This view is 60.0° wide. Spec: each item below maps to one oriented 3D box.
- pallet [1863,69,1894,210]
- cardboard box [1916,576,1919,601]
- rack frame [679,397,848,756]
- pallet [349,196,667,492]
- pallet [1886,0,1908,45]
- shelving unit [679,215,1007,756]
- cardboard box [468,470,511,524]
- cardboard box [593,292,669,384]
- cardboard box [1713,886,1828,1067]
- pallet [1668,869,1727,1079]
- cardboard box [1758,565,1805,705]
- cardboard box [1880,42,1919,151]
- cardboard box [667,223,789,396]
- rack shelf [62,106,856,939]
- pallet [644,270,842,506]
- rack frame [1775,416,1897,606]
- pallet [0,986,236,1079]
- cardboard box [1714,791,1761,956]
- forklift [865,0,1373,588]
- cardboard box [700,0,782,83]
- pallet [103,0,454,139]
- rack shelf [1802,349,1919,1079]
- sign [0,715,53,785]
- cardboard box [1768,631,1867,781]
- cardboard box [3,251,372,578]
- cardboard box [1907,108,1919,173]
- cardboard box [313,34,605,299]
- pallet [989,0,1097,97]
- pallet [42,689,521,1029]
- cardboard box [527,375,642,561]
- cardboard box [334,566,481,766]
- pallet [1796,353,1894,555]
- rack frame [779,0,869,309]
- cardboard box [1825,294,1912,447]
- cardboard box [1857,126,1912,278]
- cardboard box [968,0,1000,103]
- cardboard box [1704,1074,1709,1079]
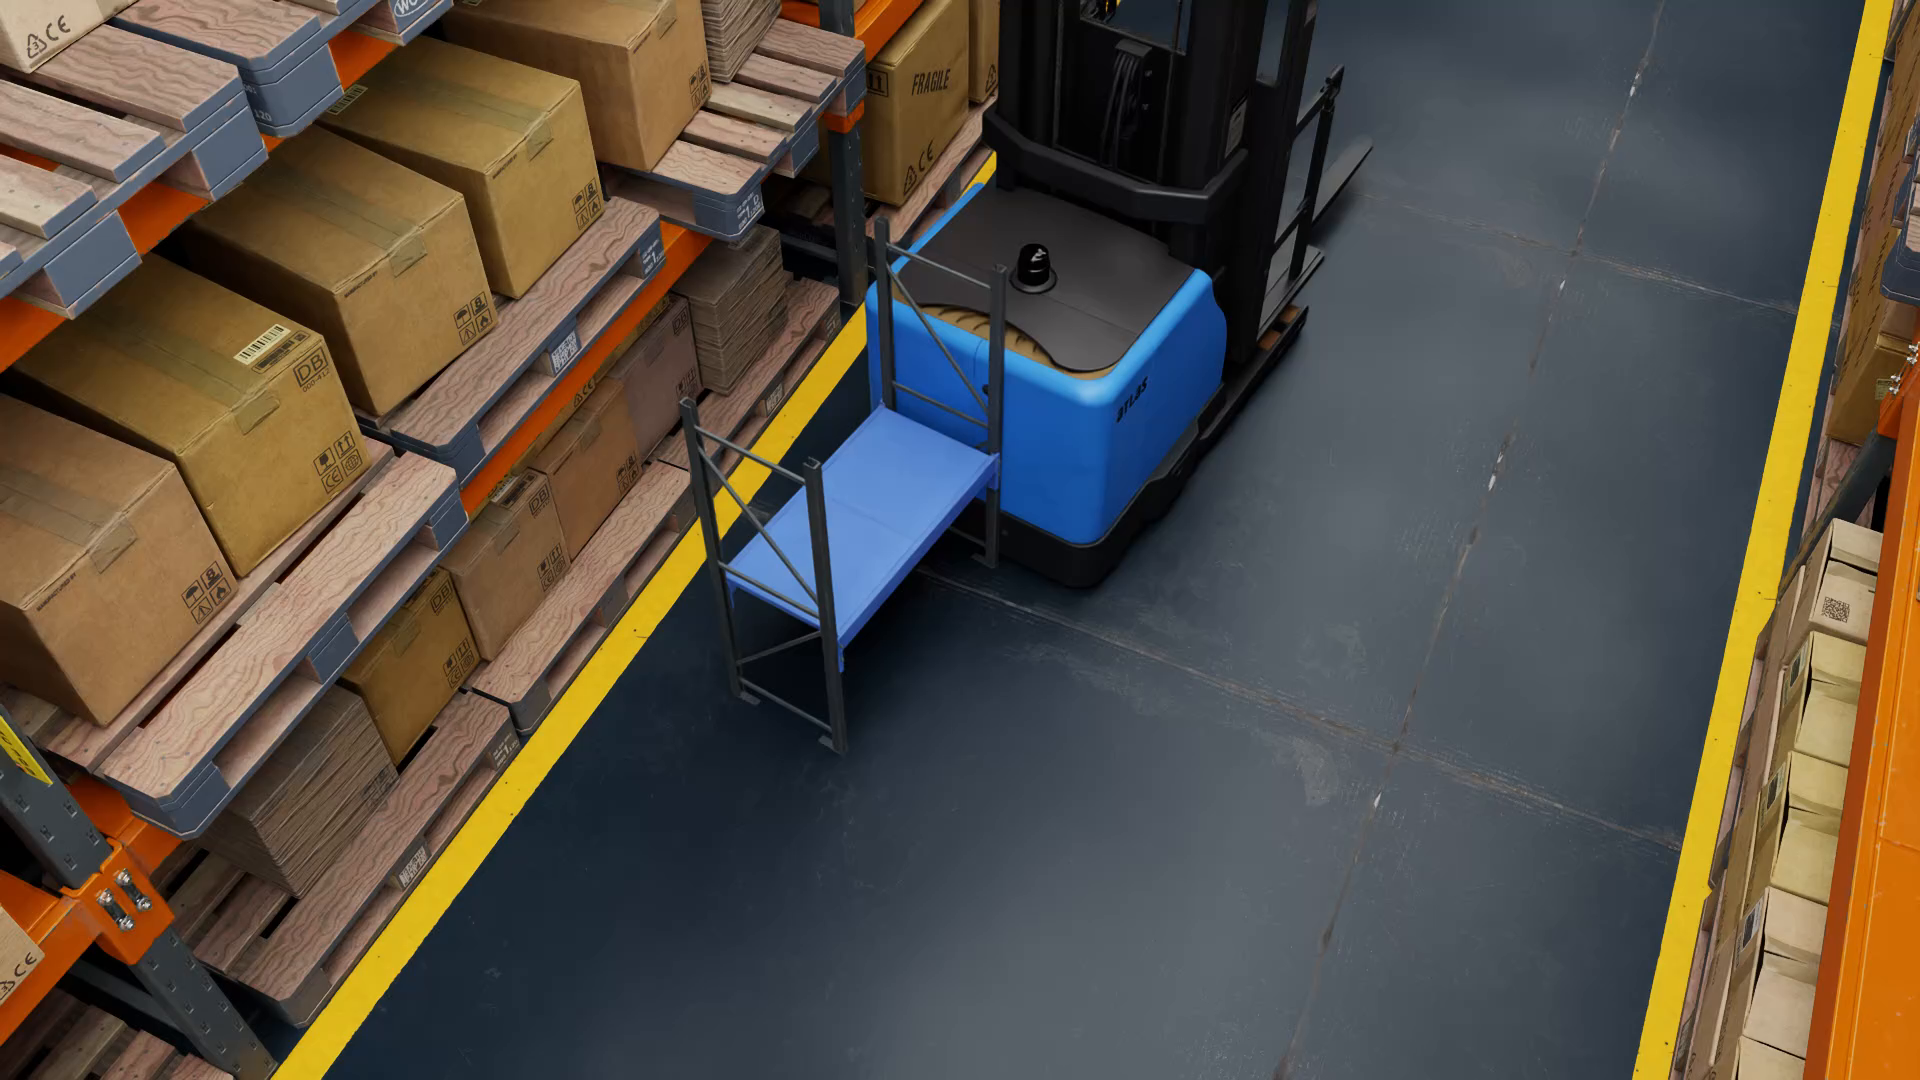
[{"bbox_3d":[4.990,-1.881,8.027,1.003,0.211,1.213,20,52,16],"label":"pallet"},{"bbox_3d":[3.037,-0.021,4.672,0.500,0.311,0.500,19,52,16],"label":"cardboard box"},{"bbox_3d":[-0.618,0.170,5.436,0.500,1.500,0.032,26,54,21],"label":"rack frame"},{"bbox_3d":[-1.695,-0.773,5.380,1.003,0.211,1.213,20,52,16],"label":"pallet"},{"bbox_3d":[5.597,-2.926,8.917,1.003,0.211,1.213,20,52,16],"label":"pallet"},{"bbox_3d":[-0.343,-0.156,5.713,0.538,1.500,1.048,26,54,21],"label":"shelving unit"},{"bbox_3d":[-1.892,-0.209,5.634,0.500,0.250,0.500,18,52,15],"label":"cardboard box"},{"bbox_3d":[-1.447,-0.903,6.224,0.500,0.250,0.500,21,53,17],"label":"cardboard box"},{"bbox_3d":[2.449,1.305,4.647,0.500,0.311,0.500,19,52,16],"label":"cardboard box"},{"bbox_3d":[2.685,1.692,4.987,1.003,0.211,1.213,20,52,16],"label":"pallet"},{"bbox_3d":[3.105,0.417,5.770,0.500,0.250,0.500,20,52,16],"label":"cardboard box"},{"bbox_3d":[4.658,-2.065,7.705,0.500,0.500,0.500,20,53,17],"label":"cardboard box"},{"bbox_3d":[-1.147,-1.032,6.826,0.700,0.500,0.500,20,53,17],"label":"cardboard box"},{"bbox_3d":[-1.741,-0.602,5.580,1.077,0.370,4.000,20,52,16],"label":"rack shelf"},{"bbox_3d":[-1.222,-0.771,7.082,1.003,0.211,1.213,20,52,16],"label":"pallet"},{"bbox_3d":[3.594,-0.603,5.109,1.000,3.000,0.127,20,52,16],"label":"rack frame"},{"bbox_3d":[-2.850,1.920,4.793,1.003,0.211,1.213,20,52,16],"label":"pallet"},{"bbox_3d":[2.674,1.124,5.169,0.500,0.250,0.500,19,52,15],"label":"cardboard box"},{"bbox_3d":[0.863,-1.876,6.237,1.130,2.935,3.031,26,54,21],"label":"forklift"},{"bbox_3d":[-1.078,-2.060,5.994,0.700,0.500,0.500,14,51,12],"label":"cardboard box"},{"bbox_3d":[-1.795,-1.475,4.004,1.213,0.211,1.003,20,52,16],"label":"pallet"},{"bbox_3d":[2.740,1.007,4.211,1.077,0.370,4.000,20,52,16],"label":"rack shelf"},{"bbox_3d":[-2.101,0.433,3.659,0.100,0.325,0.005,20,52,16],"label":"sign"},{"bbox_3d":[2.888,0.600,5.247,0.500,0.311,0.500,19,52,15],"label":"cardboard box"},{"bbox_3d":[-2.102,-0.354,4.543,0.700,0.500,0.500,25,54,20],"label":"cardboard box"},{"bbox_3d":[4.235,-1.645,6.855,0.500,0.250,0.500,19,52,15],"label":"cardboard box"},{"bbox_3d":[-1.590,-1.195,5.258,0.700,0.500,0.500,20,52,16],"label":"cardboard box"},{"bbox_3d":[0.041,-2.664,8.693,1.003,0.211,1.213,20,52,16],"label":"pallet"},{"bbox_3d":[-2.264,0.909,5.653,1.003,0.211,1.213,20,52,16],"label":"pallet"},{"bbox_3d":[-1.659,-0.364,6.257,0.700,0.500,0.500,20,52,16],"label":"cardboard box"},{"bbox_3d":[-2.121,0.325,5.671,0.700,0.500,0.500,19,52,15],"label":"cardboard box"},{"bbox_3d":[3.947,-0.201,6.598,1.003,0.211,1.213,20,52,16],"label":"pallet"},{"bbox_3d":[-0.886,-2.212,6.478,1.000,3.000,0.127,20,52,16],"label":"rack frame"},{"bbox_3d":[3.781,-0.656,6.506,0.500,0.500,0.500,22,53,17],"label":"cardboard box"},{"bbox_3d":[4.221,-1.375,7.118,0.500,0.500,0.500,18,52,15],"label":"cardboard box"},{"bbox_3d":[-0.074,-2.716,8.043,0.750,0.750,0.750,20,52,16],"label":"cardboard box"},{"bbox_3d":[2.236,1.826,4.571,0.500,0.250,0.500,21,53,17],"label":"cardboard box"}]
